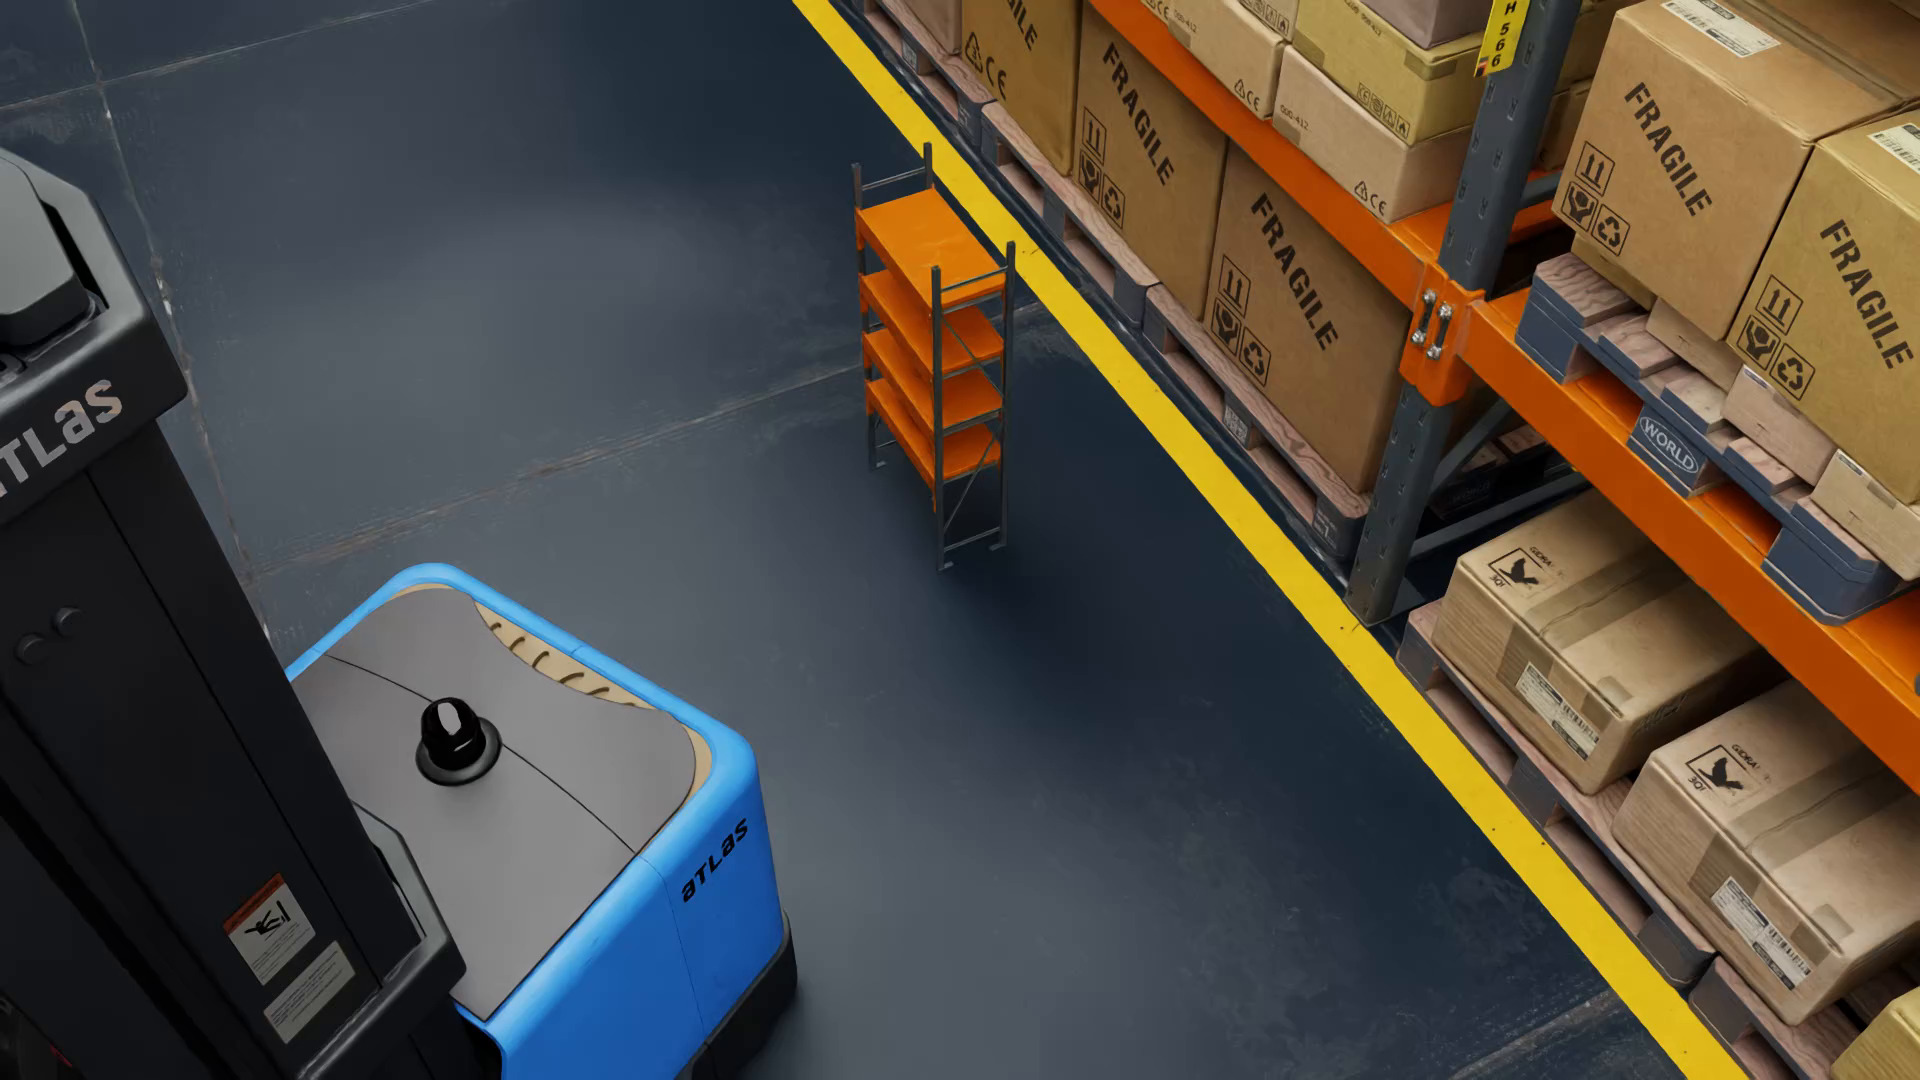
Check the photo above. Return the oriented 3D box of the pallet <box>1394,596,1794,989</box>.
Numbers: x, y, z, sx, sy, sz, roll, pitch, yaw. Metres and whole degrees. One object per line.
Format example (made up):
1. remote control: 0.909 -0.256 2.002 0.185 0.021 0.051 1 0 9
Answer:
1. pallet: 1.997 0.512 4.662 1.003 0.211 1.213 -21 52 -18

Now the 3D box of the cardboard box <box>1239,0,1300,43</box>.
1. cardboard box: 0.955 -1.623 4.444 0.500 0.250 0.500 -22 53 -18

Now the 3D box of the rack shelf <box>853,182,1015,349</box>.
1. rack shelf: -0.076 -0.765 4.599 0.258 0.148 0.480 -21 52 -18

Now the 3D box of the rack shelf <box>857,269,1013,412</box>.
1. rack shelf: -0.076 -0.609 4.778 0.258 0.148 0.480 -21 52 -18

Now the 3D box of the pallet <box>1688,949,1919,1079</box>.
1. pallet: 2.551 1.328 3.948 1.003 0.211 1.213 -21 52 -18

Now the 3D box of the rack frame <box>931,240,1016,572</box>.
1. rack frame: 0.036 -0.342 4.752 0.240 1.200 0.015 -21 52 -18

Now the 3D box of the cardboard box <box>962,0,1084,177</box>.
1. cardboard box: 0.585 -2.056 6.188 0.875 0.875 0.875 -20 52 -16

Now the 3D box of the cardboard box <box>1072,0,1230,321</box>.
1. cardboard box: 0.994 -1.457 5.664 0.875 0.875 0.875 -21 52 -17

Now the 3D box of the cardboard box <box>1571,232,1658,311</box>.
1. cardboard box: 1.624 -0.703 3.760 0.380 0.149 0.250 -24 53 -20

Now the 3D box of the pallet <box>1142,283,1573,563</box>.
1. pallet: 1.347 -0.565 5.604 1.003 0.211 1.213 -21 52 -18

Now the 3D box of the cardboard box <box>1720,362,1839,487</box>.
1. cardboard box: 1.808 -0.303 3.410 0.380 0.149 0.250 -24 53 -20

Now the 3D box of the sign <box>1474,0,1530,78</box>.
1. sign: 1.149 -1.117 3.465 0.100 0.325 0.005 -21 52 -18

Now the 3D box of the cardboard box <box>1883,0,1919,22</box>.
1. cardboard box: 2.096 -0.990 3.580 0.500 0.500 0.500 -23 53 -19

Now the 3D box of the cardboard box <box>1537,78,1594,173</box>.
1. cardboard box: 1.640 -1.294 4.489 0.500 0.250 0.500 -22 52 -18

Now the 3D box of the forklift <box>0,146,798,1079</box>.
1. forklift: -1.644 0.893 2.521 1.130 2.935 3.031 27 54 21

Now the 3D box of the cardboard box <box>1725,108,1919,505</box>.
1. cardboard box: 1.885 -0.471 3.126 0.500 0.500 0.500 -19 51 -16

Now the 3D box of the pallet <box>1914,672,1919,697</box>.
1. pallet: 2.583 0.445 2.996 1.003 0.211 1.213 -21 52 -18

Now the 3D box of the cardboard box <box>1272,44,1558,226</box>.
1. cardboard box: 1.178 -1.129 4.344 0.500 0.250 0.500 -23 53 -19

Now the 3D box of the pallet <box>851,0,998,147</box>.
1. pallet: 0.230 -2.198 7.032 1.003 0.211 1.213 -21 52 -18

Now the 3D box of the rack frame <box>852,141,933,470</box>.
1. rack frame: -0.187 -0.669 5.038 0.240 1.200 0.015 -21 52 -18

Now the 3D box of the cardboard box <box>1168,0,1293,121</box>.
1. cardboard box: 0.931 -1.465 4.638 0.500 0.250 0.500 -20 52 -17

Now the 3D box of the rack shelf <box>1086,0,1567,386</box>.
1. rack shelf: 0.725 -2.031 5.511 1.077 0.370 4.000 -21 52 -18

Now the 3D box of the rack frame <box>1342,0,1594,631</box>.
1. rack frame: 1.641 -0.929 4.070 1.000 3.000 0.127 -21 52 -18

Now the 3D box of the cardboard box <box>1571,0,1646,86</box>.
1. cardboard box: 1.628 -1.469 4.309 0.500 0.250 0.500 -22 52 -18

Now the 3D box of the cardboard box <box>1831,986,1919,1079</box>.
1. cardboard box: 2.577 1.180 3.692 0.950 0.372 0.625 -20 52 -16

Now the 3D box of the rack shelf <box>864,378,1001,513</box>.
1. rack shelf: -0.076 -0.331 5.095 0.258 0.148 0.480 -21 52 -18

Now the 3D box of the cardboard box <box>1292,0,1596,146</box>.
1. cardboard box: 1.193 -1.281 4.145 0.500 0.250 0.500 -21 52 -18

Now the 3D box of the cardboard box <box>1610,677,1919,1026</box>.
1. cardboard box: 2.235 0.670 4.138 0.950 0.372 0.625 -22 52 -18

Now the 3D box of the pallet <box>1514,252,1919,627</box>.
1. pallet: 2.061 -0.426 3.757 1.213 0.211 1.003 -21 52 -18

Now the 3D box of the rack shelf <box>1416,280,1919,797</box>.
1. rack shelf: 2.556 0.646 3.170 1.077 0.370 4.000 -21 52 -18

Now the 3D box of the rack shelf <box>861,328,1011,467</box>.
1. rack shelf: -0.076 -0.462 4.946 0.258 0.148 0.480 -21 52 -18

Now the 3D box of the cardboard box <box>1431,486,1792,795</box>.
1. cardboard box: 1.890 0.179 4.567 0.950 0.372 0.625 -24 53 -20

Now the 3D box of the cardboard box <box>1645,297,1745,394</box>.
1. cardboard box: 1.723 -0.502 3.584 0.380 0.149 0.250 -24 53 -20

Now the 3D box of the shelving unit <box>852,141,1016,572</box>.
1. shelving unit: -0.076 -0.506 4.895 0.258 1.200 0.503 -21 52 -18

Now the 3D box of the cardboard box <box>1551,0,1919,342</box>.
1. cardboard box: 1.641 -0.817 3.429 0.500 0.500 0.500 -23 53 -19

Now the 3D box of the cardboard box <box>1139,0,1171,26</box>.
1. cardboard box: 0.714 -1.808 4.938 0.500 0.250 0.500 -22 52 -18

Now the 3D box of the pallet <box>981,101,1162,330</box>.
1. pallet: 0.792 -1.380 6.317 1.003 0.211 1.213 -21 52 -18

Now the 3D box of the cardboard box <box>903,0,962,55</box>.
1. cardboard box: 0.165 -2.658 6.714 0.875 0.875 0.875 -20 52 -16

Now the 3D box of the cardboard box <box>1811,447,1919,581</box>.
1. cardboard box: 1.915 -0.112 3.243 0.380 0.149 0.250 -21 52 -17

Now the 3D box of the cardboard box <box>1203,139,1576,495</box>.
1. cardboard box: 1.398 -0.859 5.141 0.875 0.875 0.875 -22 52 -18

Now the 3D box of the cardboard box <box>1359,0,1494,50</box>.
1. cardboard box: 1.171 -1.547 3.880 0.500 0.500 0.500 -22 53 -18
